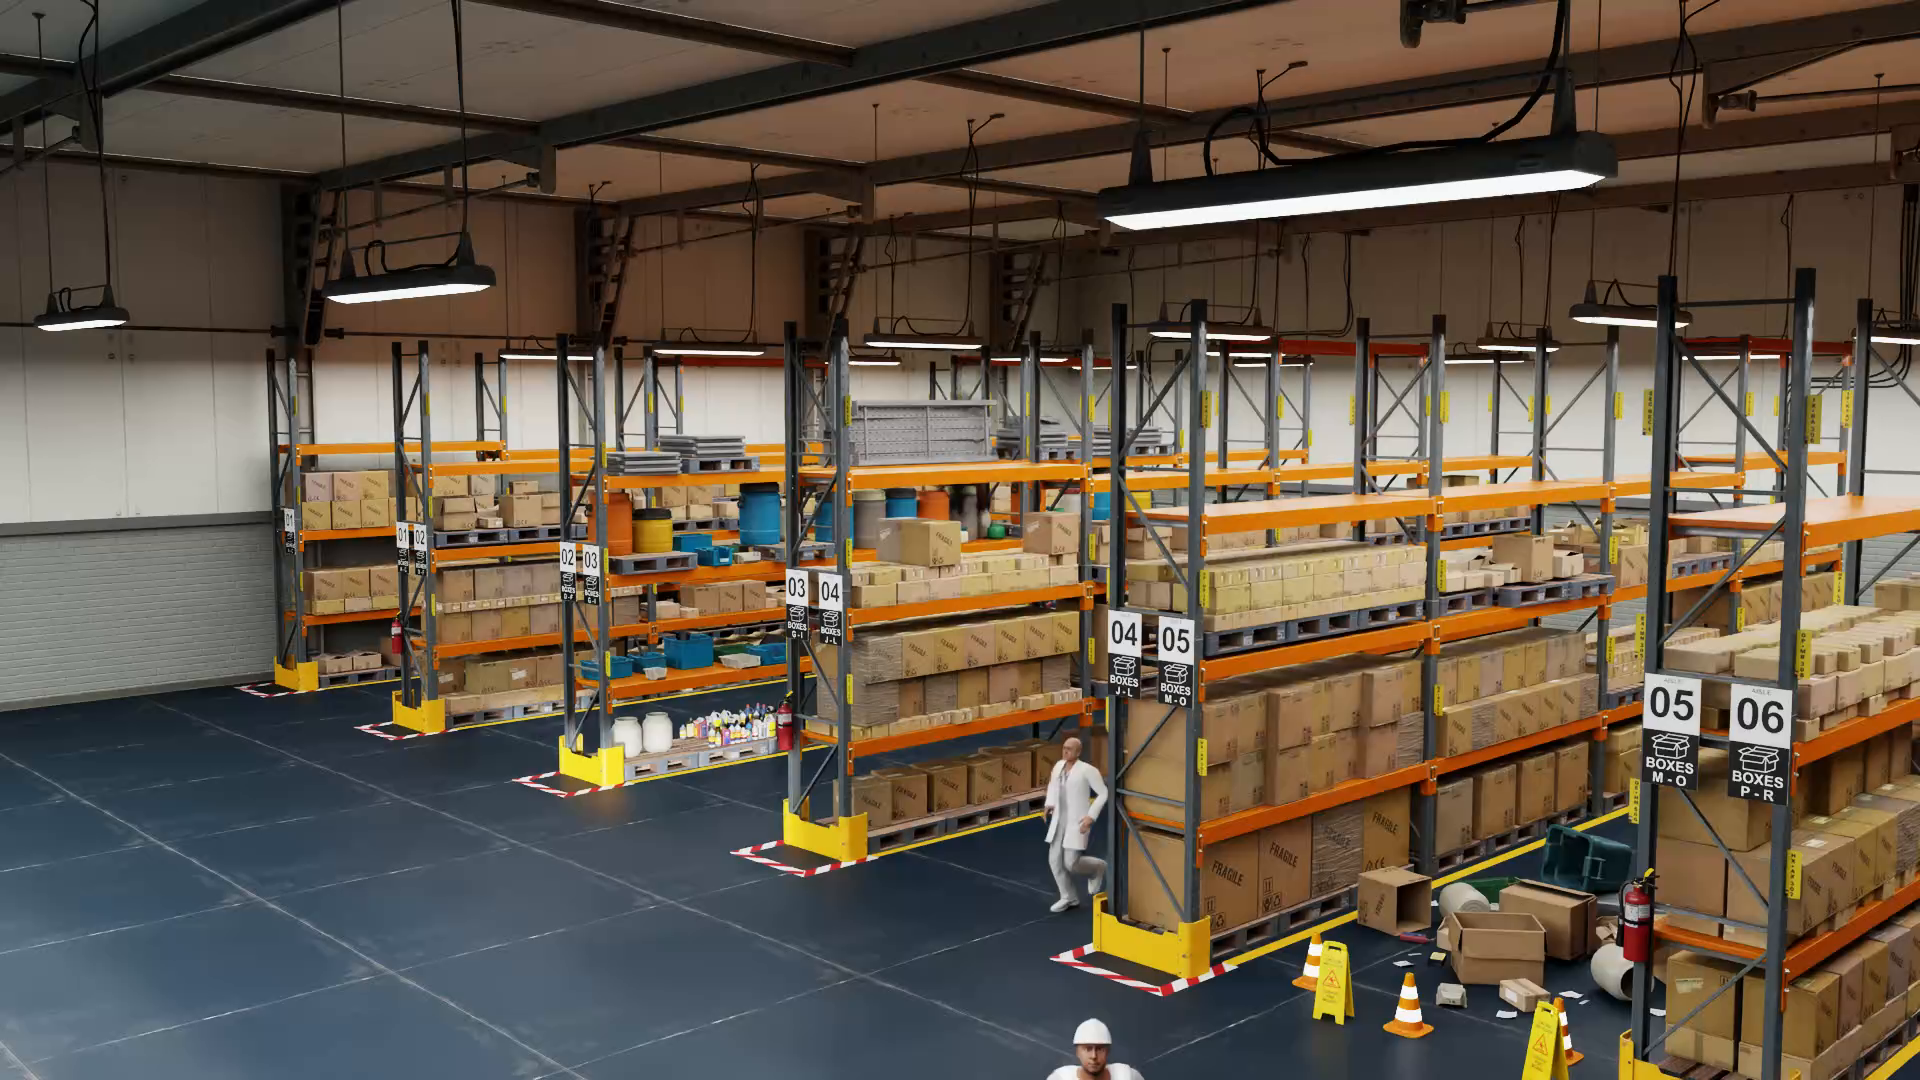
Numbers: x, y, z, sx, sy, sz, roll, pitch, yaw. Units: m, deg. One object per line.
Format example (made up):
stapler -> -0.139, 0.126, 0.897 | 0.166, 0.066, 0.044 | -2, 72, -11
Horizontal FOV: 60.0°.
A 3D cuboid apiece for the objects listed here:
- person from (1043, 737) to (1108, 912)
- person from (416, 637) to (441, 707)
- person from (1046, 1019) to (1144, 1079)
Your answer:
person -> 1.177, 2.851, 16.826 | 0.741, 1.743, 0.668 | 4, 7, 42
person -> -8.767, 1.961, 27.792 | 0.723, 1.648, 0.538 | -5, 7, -43
person -> 0.738, 3.499, 9.053 | 0.665, 1.746, 0.614 | 0, 5, 6
